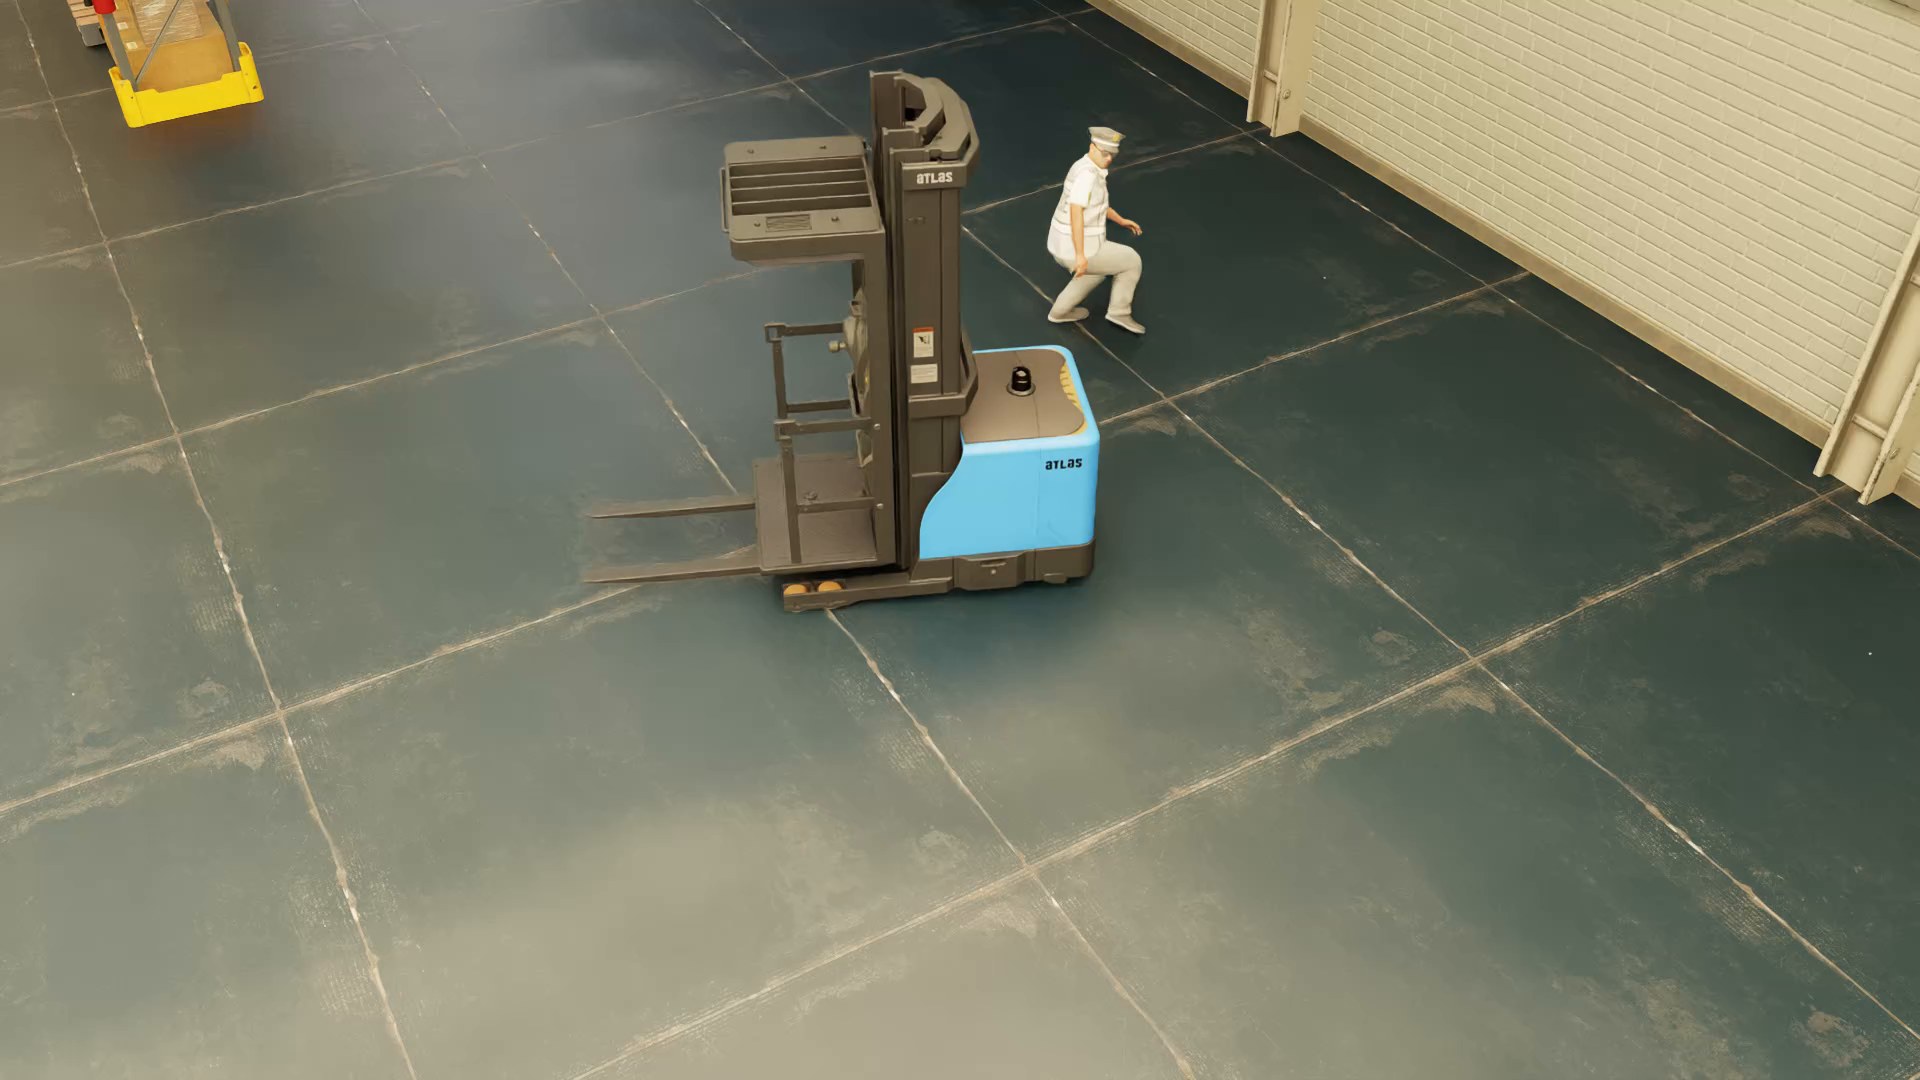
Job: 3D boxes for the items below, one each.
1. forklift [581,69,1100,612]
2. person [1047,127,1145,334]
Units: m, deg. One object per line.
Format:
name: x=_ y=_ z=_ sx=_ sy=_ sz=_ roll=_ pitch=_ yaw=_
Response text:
forklift: x=-0.753 y=-1.062 z=9.316 sx=3.031 sy=2.935 sz=1.130 roll=-5 pitch=40 yaw=-6
person: x=0.997 y=-2.133 z=11.712 sx=0.760 sy=1.558 sz=0.774 roll=-11 pitch=41 yaw=-13
